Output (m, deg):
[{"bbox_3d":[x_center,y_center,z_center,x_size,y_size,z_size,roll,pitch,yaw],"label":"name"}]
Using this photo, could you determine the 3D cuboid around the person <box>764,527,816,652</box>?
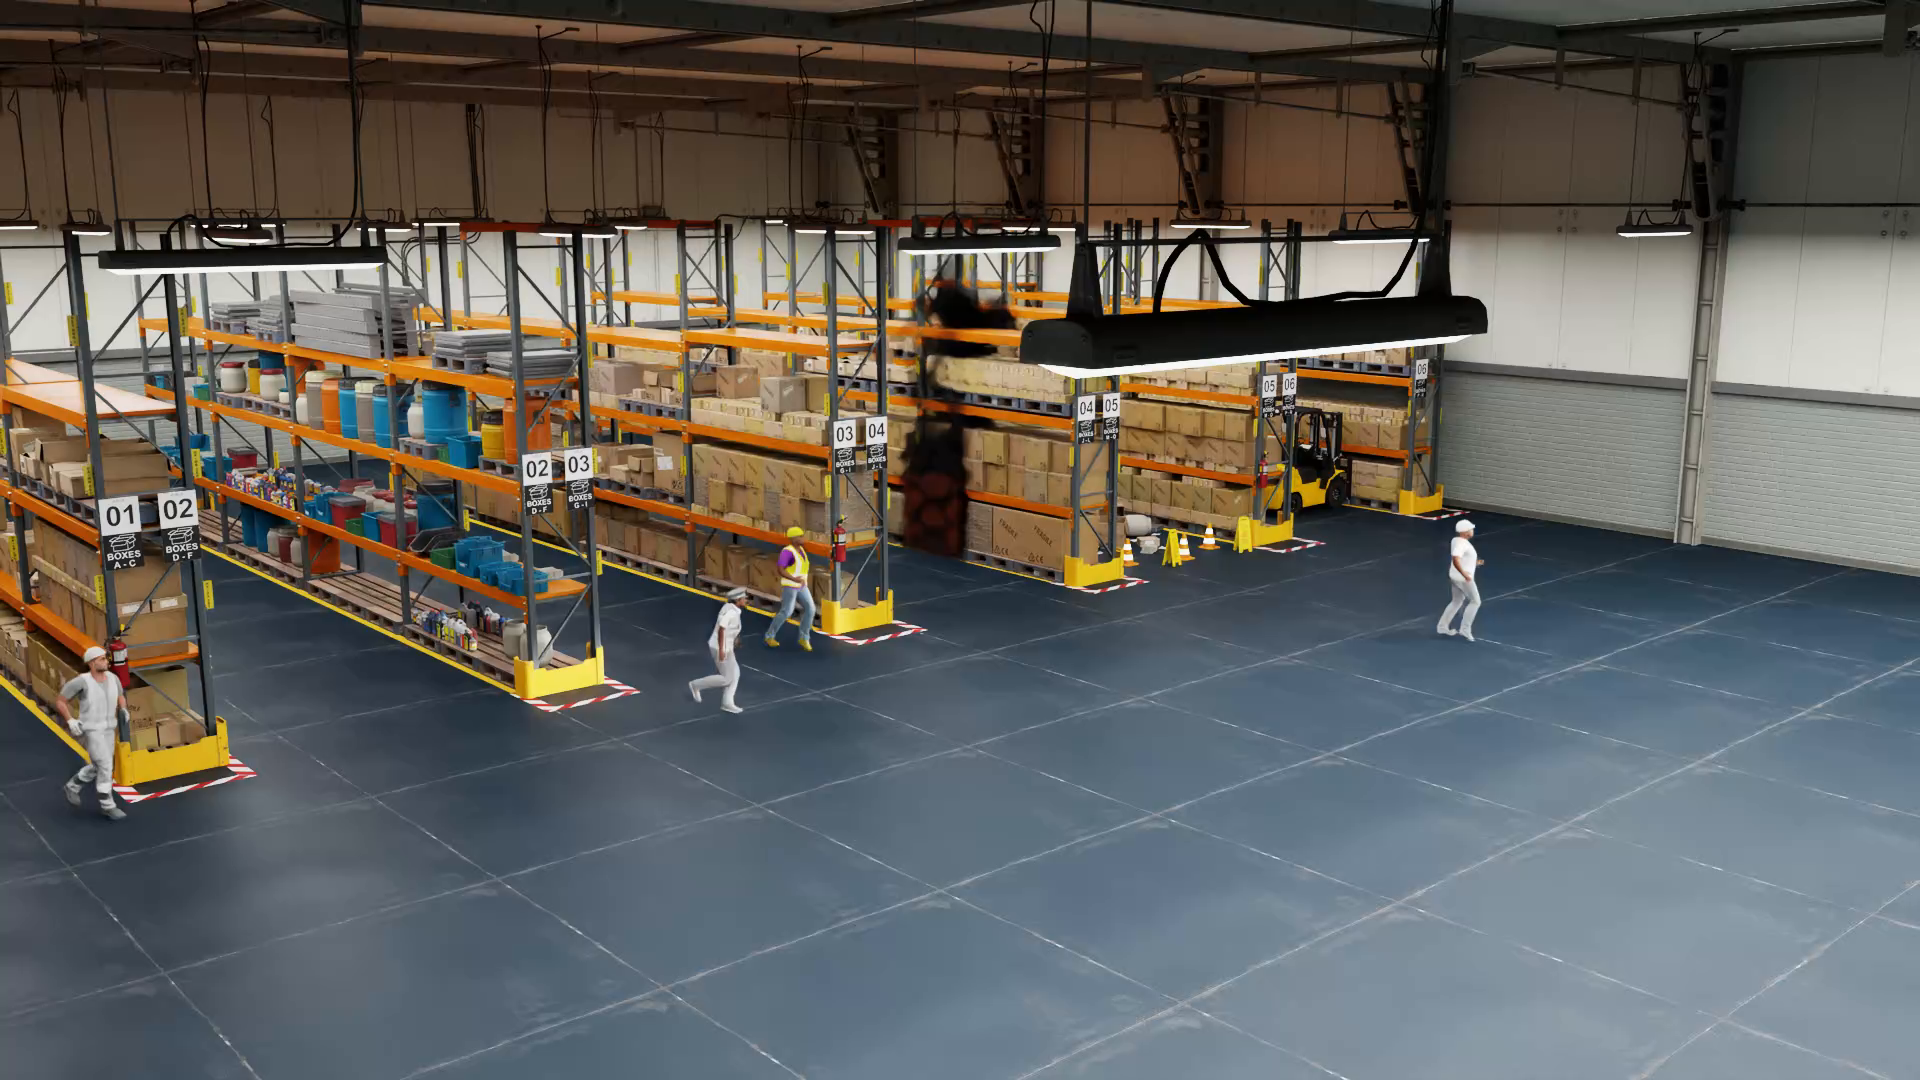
[{"bbox_3d":[-2.393,0.703,24.047,0.741,1.784,0.761,6,13,26],"label":"person"}]

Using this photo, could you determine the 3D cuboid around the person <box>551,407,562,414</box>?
[{"bbox_3d":[-9.866,-2.441,39.916,0.800,1.580,0.510,2,12,10],"label":"person"}]

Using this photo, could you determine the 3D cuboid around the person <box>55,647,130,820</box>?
[{"bbox_3d":[-9.093,2.000,17.526,0.837,1.777,0.701,4,12,17],"label":"person"}]

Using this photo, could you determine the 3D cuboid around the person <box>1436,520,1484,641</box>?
[{"bbox_3d":[7.402,0.608,24.499,0.673,1.827,0.681,0,11,-2],"label":"person"}]

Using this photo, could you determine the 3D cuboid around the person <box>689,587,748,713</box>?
[{"bbox_3d":[-3.047,1.397,20.983,0.786,1.621,0.564,-4,12,-18],"label":"person"}]
